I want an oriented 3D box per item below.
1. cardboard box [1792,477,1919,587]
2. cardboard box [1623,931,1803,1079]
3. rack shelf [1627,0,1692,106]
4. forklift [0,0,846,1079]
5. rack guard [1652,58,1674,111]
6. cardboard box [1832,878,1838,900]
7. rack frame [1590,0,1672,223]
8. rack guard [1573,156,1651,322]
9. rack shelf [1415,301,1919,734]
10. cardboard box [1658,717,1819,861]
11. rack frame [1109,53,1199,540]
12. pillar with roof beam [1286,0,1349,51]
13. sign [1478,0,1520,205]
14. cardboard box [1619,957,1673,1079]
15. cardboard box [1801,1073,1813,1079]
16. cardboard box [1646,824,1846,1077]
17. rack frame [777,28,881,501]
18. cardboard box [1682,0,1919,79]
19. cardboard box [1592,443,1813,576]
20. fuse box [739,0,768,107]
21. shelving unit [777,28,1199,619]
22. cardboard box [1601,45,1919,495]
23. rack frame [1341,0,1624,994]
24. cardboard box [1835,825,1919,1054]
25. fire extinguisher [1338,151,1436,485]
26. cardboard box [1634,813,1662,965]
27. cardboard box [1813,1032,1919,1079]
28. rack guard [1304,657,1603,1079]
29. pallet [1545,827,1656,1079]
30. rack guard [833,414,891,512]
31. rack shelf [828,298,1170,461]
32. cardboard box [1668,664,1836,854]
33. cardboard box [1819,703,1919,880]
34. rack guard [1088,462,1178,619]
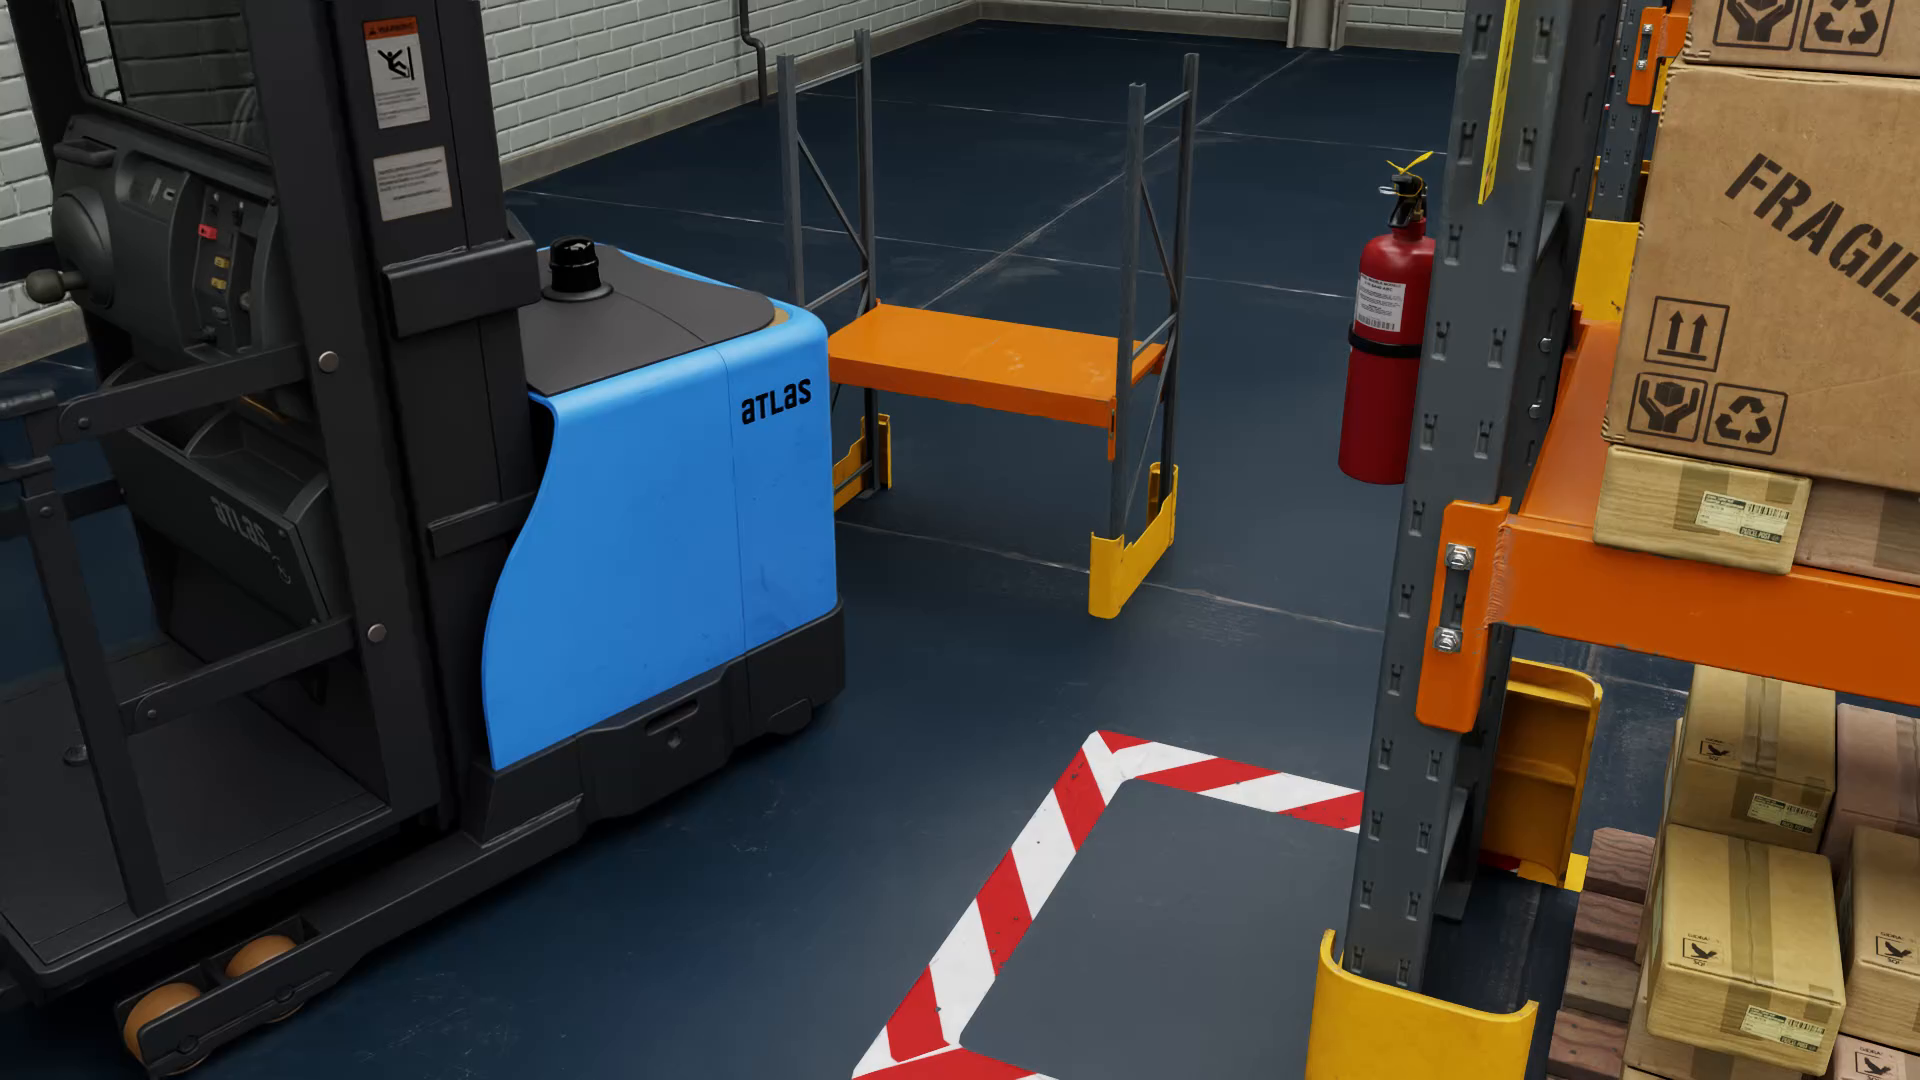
[{"bbox_3d":[1.309,-0.084,2.309,0.250,0.149,0.380,12,29,24],"label":"cardboard box"},{"bbox_3d":[1.272,0.738,2.769,0.250,0.149,0.380,13,29,24],"label":"cardboard box"},{"bbox_3d":[4.679,-1.738,6.199,4.000,0.370,1.077,11,28,22],"label":"rack shelf"},{"bbox_3d":[-1.671,-0.551,3.050,1.130,2.935,3.031,23,34,38],"label":"forklift"},{"bbox_3d":[4.979,-3.288,11.362,0.348,0.500,1.175,11,28,22],"label":"rack guard"},{"bbox_3d":[1.715,0.591,3.070,0.250,0.149,0.380,11,28,21],"label":"cardboard box"},{"bbox_3d":[2.858,-2.427,6.783,0.127,3.000,1.000,11,28,22],"label":"rack frame"},{"bbox_3d":[2.836,-1.309,7.344,0.348,0.500,1.175,11,28,22],"label":"rack guard"},{"bbox_3d":[2.722,0.271,2.119,4.000,0.370,1.077,11,28,22],"label":"rack shelf"},{"bbox_3d":[1.500,0.521,3.211,0.250,0.149,0.380,11,28,20],"label":"cardboard box"},{"bbox_3d":[0.540,-0.564,4.698,0.032,1.500,0.500,11,28,22],"label":"rack frame"},{"bbox_3d":[1.046,-6.239,7.734,0.400,9.000,9.100,11,28,22],"label":"pillar with roof beam"},{"bbox_3d":[0.677,-0.588,2.068,0.005,0.325,0.100,11,28,22],"label":"sign"},{"bbox_3d":[1.246,0.897,2.783,0.250,0.149,0.380,12,29,23],"label":"cardboard box"},{"bbox_3d":[1.518,0.912,2.753,0.250,0.149,0.380,11,28,22],"label":"cardboard box"},{"bbox_3d":[1.238,0.638,2.636,0.250,0.149,0.380,10,28,19],"label":"cardboard box"},{"bbox_3d":[-0.385,-0.750,5.076,0.032,1.500,0.500,11,28,22],"label":"rack frame"},{"bbox_3d":[1.200,-0.856,2.010,0.500,0.500,0.500,11,28,21],"label":"cardboard box"},{"bbox_3d":[1.060,-0.114,2.370,0.250,0.149,0.380,11,28,21],"label":"cardboard box"},{"bbox_3d":[-1.282,-3.688,10.804,0.414,1.711,0.539,11,28,22],"label":"fuse box"},{"bbox_3d":[0.069,-0.659,4.890,1.083,1.500,0.587,11,28,22],"label":"shelving unit"},{"bbox_3d":[1.196,-0.403,2.222,0.500,0.500,0.500,13,29,24],"label":"cardboard box"},{"bbox_3d":[0.901,-0.418,2.702,0.127,3.000,1.000,11,28,22],"label":"rack frame"},{"bbox_3d":[1.538,0.640,2.632,0.250,0.149,0.380,12,29,23],"label":"cardboard box"},{"bbox_3d":[0.863,-0.447,3.272,0.183,0.674,0.296,11,28,22],"label":"fire extinguisher"},{"bbox_3d":[1.467,0.685,3.214,0.250,0.149,0.380,12,29,23],"label":"cardboard box"},{"bbox_3d":[1.498,0.811,2.622,0.250,0.149,0.380,11,28,22],"label":"cardboard box"},{"bbox_3d":[0.970,0.718,3.226,0.348,0.500,1.175,11,28,22],"label":"rack guard"},{"bbox_3d":[1.695,1.010,2.960,1.213,0.211,1.003,11,28,22],"label":"pallet"},{"bbox_3d":[-0.384,-0.189,5.351,0.087,0.250,0.587,11,28,22],"label":"rack guard"},{"bbox_3d":[0.078,-0.496,4.966,1.000,0.185,0.538,11,28,22],"label":"rack shelf"},{"bbox_3d":[1.488,0.401,3.118,0.250,0.149,0.380,12,29,22],"label":"cardboard box"},{"bbox_3d":[1.693,0.470,2.978,0.250,0.149,0.380,12,29,23],"label":"cardboard box"},{"bbox_3d":[0.523,-0.007,4.982,0.087,0.250,0.587,11,28,22],"label":"rack guard"}]
